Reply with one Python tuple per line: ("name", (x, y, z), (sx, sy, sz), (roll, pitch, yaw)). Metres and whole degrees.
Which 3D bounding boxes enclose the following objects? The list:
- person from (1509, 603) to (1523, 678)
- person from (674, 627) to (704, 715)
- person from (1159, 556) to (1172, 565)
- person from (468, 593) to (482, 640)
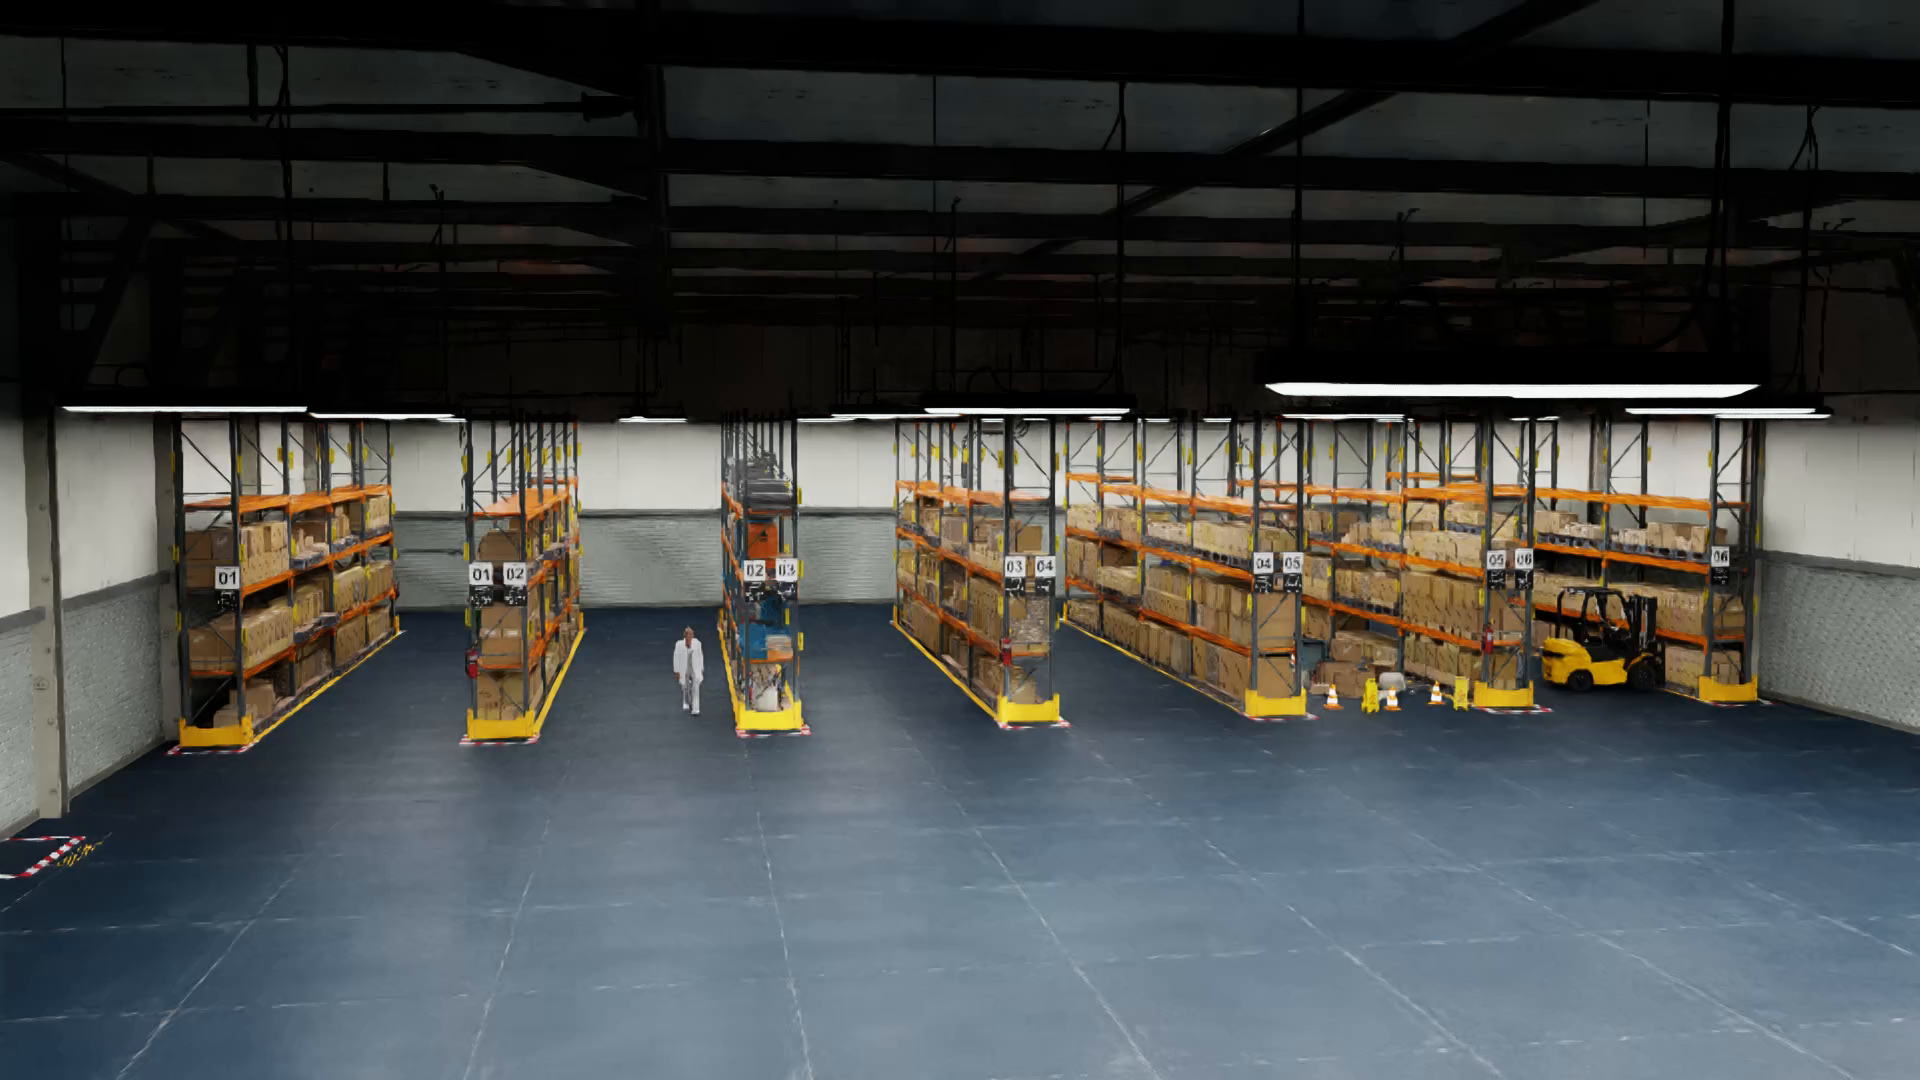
("person", (12.475, 2.257, 37.535), (0.459, 1.677, 0.524), (1, 4, 20))
("person", (-5.355, 2.564, 32.848), (0.598, 1.698, 1.194), (0, 4, -7))
("person", (6.569, 1.233, 52.718), (0.510, 1.643, 0.550), (2, 4, 27))
("person", (-12.627, 1.805, 43.834), (0.677, 1.742, 0.552), (-1, 4, -11))
